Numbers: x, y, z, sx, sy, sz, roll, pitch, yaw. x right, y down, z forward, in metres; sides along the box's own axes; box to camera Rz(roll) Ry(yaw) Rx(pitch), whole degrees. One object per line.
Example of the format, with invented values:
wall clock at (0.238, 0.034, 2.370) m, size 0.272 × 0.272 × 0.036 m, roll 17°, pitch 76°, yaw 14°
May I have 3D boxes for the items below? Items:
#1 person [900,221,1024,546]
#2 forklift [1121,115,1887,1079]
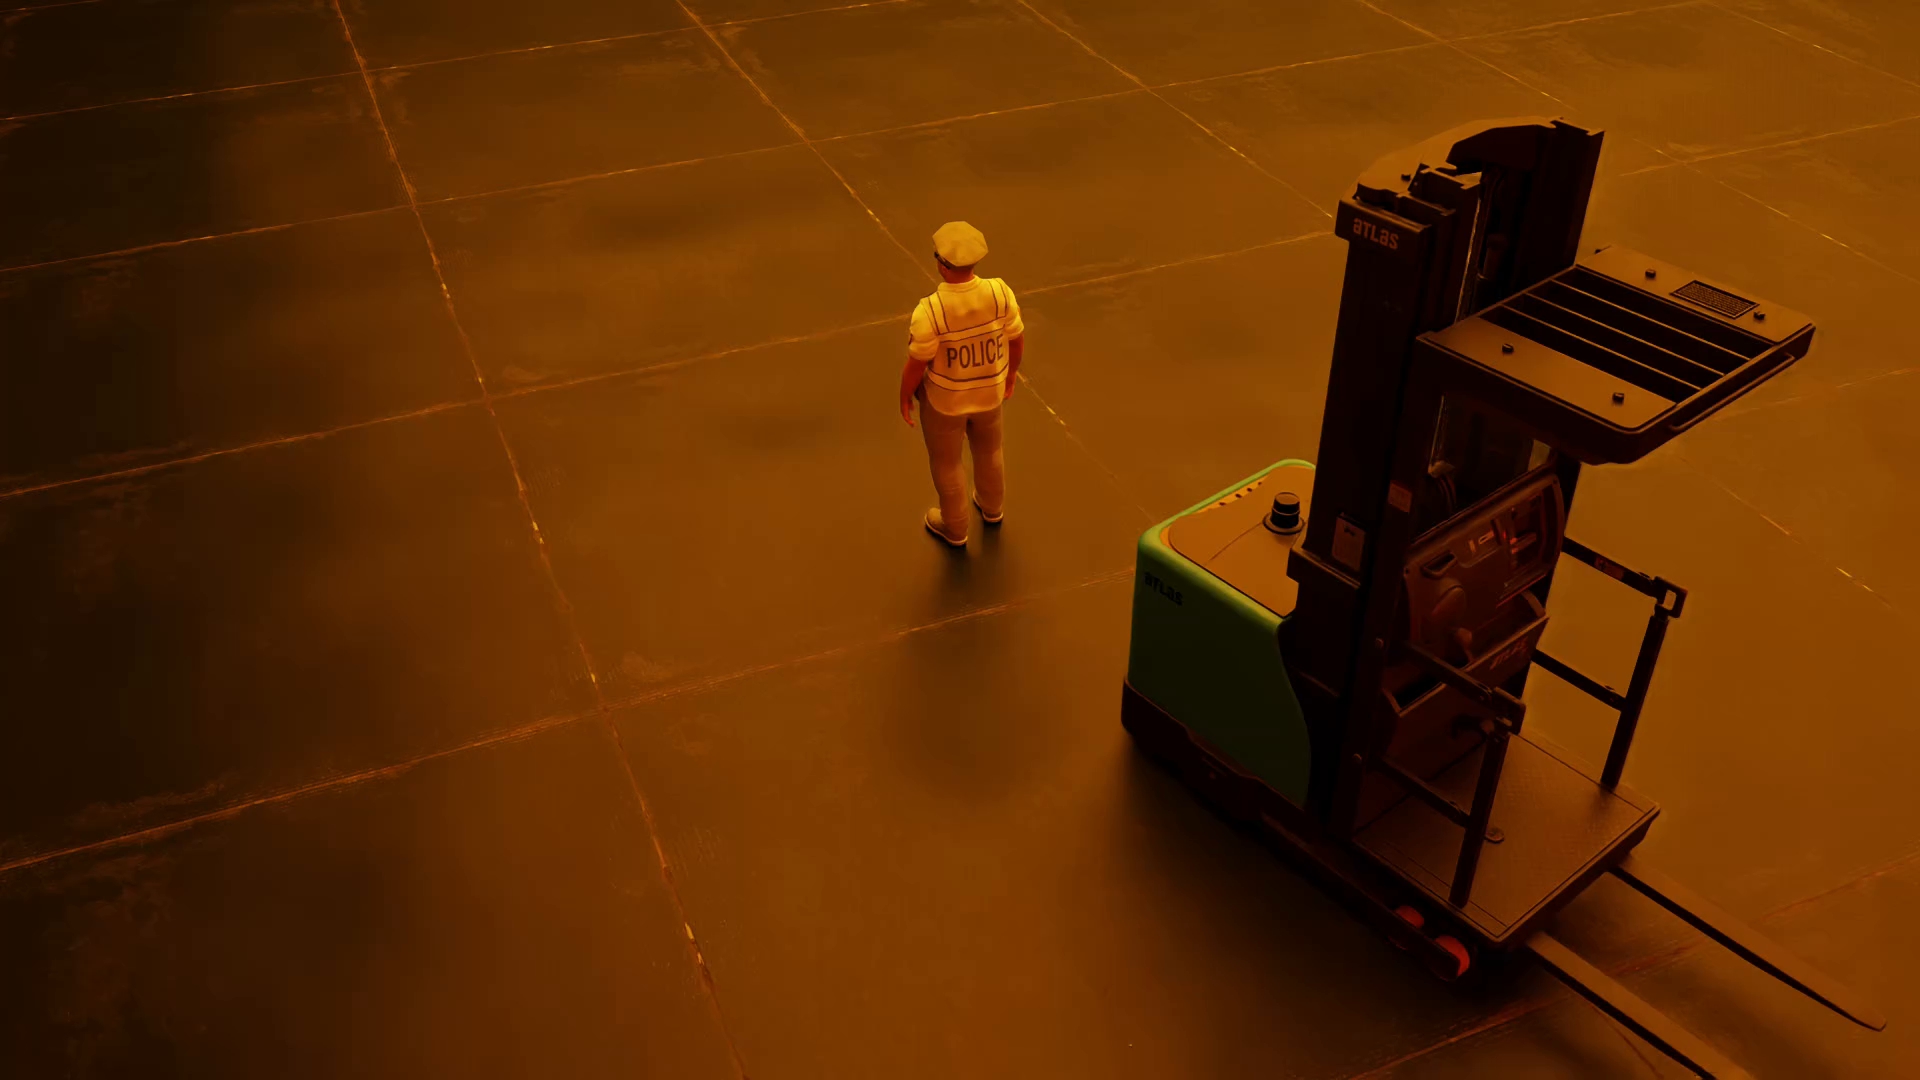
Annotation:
person at (-0.020, -0.777, 8.169) m, size 0.641 × 1.781 × 0.574 m, roll -14°, pitch 38°, yaw -19°
forklift at (2.043, 0.135, 5.909) m, size 1.130 × 2.935 × 3.031 m, roll -26°, pitch 43°, yaw -31°
